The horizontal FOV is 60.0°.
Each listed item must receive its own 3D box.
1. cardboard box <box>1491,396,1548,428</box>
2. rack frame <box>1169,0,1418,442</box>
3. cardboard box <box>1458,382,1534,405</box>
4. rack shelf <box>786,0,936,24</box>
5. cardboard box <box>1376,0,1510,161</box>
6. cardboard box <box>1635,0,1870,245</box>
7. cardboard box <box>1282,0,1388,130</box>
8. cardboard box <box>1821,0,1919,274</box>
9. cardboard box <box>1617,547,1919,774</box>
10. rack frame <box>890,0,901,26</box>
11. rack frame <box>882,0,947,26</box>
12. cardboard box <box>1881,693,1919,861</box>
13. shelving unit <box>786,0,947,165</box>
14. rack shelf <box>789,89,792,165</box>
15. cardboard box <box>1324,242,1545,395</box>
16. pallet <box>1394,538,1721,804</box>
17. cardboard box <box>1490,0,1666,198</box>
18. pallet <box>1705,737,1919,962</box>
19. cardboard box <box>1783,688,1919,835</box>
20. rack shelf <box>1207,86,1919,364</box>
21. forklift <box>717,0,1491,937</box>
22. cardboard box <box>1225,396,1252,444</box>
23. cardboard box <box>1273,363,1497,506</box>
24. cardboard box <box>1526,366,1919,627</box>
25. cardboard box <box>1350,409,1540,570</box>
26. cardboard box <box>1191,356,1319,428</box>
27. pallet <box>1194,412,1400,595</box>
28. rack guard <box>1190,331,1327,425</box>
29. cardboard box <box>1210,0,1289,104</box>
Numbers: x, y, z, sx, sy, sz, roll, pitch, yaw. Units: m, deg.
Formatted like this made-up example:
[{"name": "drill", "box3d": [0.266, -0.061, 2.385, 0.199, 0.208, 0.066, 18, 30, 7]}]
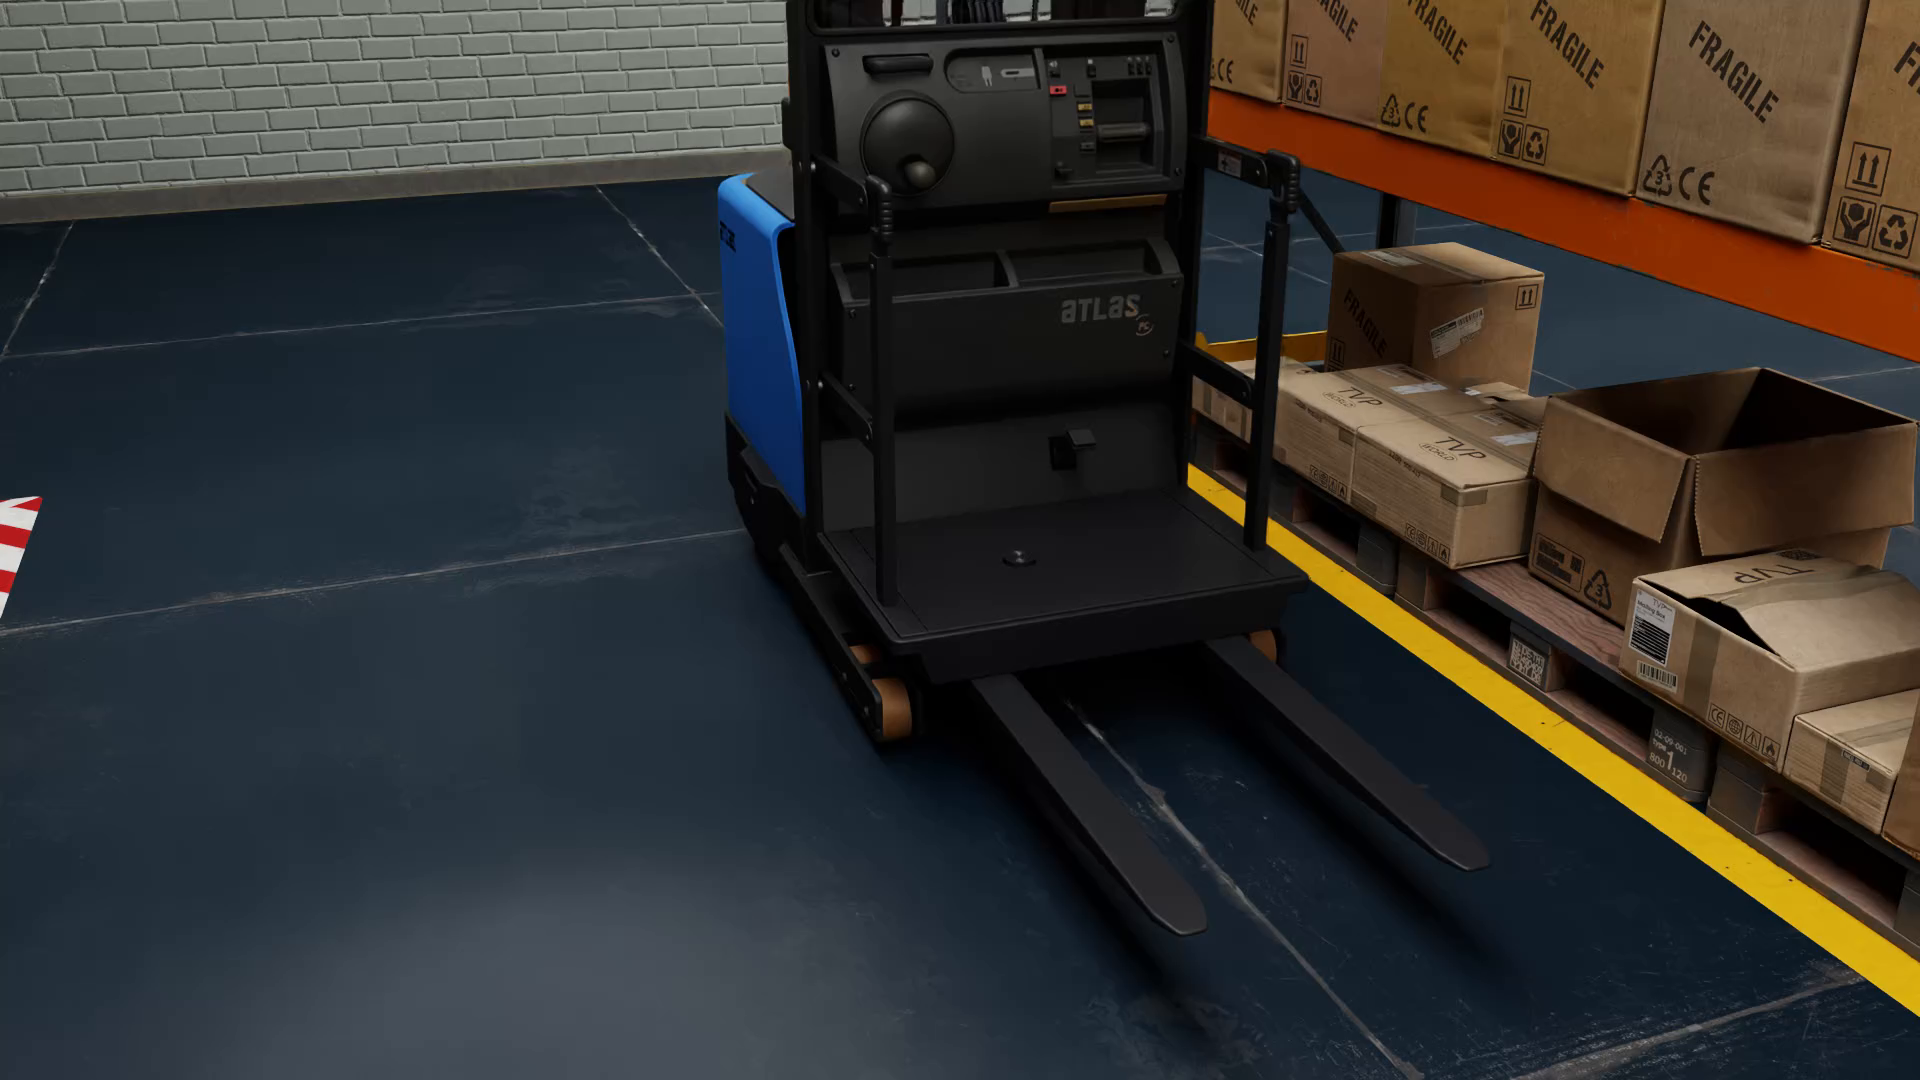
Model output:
[{"name": "cardboard box", "box3d": [1.920, -0.243, 4.937, 0.500, 0.250, 0.500, -8, 24, -19]}, {"name": "rack frame", "box3d": [1.190, -1.820, 5.706, 1.000, 3.000, 0.127, -8, 24, -19]}, {"name": "cardboard box", "box3d": [1.672, -0.394, 5.404, 0.380, 0.166, 0.250, -8, 24, -19]}, {"name": "rack shelf", "box3d": [-0.314, -1.941, 5.385, 0.431, 0.518, 0.480, -8, 24, -18]}, {"name": "cardboard box", "box3d": [1.462, -1.299, 4.341, 0.500, 0.500, 0.500, -8, 24, -19]}, {"name": "cardboard box", "box3d": [1.820, -0.933, 3.472, 0.500, 0.500, 0.500, -8, 24, -18]}, {"name": "cardboard box", "box3d": [1.288, -1.482, 4.775, 0.500, 0.500, 0.500, -9, 24, -20]}, {"name": "cardboard box", "box3d": [2.003, -0.746, 3.030, 0.500, 0.500, 0.500, -8, 24, -17]}, {"name": "cardboard box", "box3d": [1.872, 0.229, 3.740, 0.500, 0.311, 0.500, -8, 24, -19]}, {"name": "rack frame", "box3d": [-0.396, -1.398, 5.863, 0.400, 2.100, 0.015, -8, 24, -18]}, {"name": "rack frame", "box3d": [-0.232, -1.219, 5.439, 0.400, 2.100, 0.015, -8, 24, -18]}, {"name": "cardboard box", "box3d": [2.137, 0.414, 3.057, 0.500, 0.500, 0.500, -8, 24, -19]}, {"name": "shelving unit", "box3d": [-0.314, -1.309, 5.651, 0.431, 2.100, 0.503, -8, 24, -18]}, {"name": "rack shelf", "box3d": [-0.314, -1.296, 5.656, 0.431, 0.518, 0.480, -8, 24, -18]}, {"name": "cardboard box", "box3d": [1.613, -0.707, 5.717, 0.500, 0.500, 0.500, -8, 24, -19]}, {"name": "pallet", "box3d": [1.927, 0.225, 4.445, 1.003, 0.211, 1.213, -8, 24, -19]}, {"name": "cardboard box", "box3d": [1.637, -1.117, 3.910, 0.500, 0.500, 0.500, -8, 24, -18]}, {"name": "pallet", "box3d": [2.362, 0.669, 3.392, 1.003, 0.211, 1.213, -8, 24, -19]}, {"name": "cardboard box", "box3d": [1.948, 0.448, 3.428, 0.380, 0.149, 0.250, -8, 24, -19]}, {"name": "rack shelf", "box3d": [1.897, -0.762, 4.122, 1.077, 0.370, 4.000, -8, 24, -19]}, {"name": "forklift", "box3d": [0.201, -1.031, 3.923, 1.130, 2.935, 3.031, -8, 24, -18]}, {"name": "cardboard box", "box3d": [1.105, -0.427, 5.482, 0.380, 0.166, 0.250, -8, 24, -19]}, {"name": "cardboard box", "box3d": [1.294, -0.337, 5.162, 0.500, 0.250, 0.500, -8, 24, -19]}, {"name": "cardboard box", "box3d": [1.935, -0.101, 4.275, 0.797, 0.503, 0.637, -8, 24, -19]}, {"name": "cardboard box", "box3d": [1.470, -0.156, 4.731, 0.500, 0.250, 0.500, -8, 24, -19]}, {"name": "cardboard box", "box3d": [1.017, -0.510, 5.701, 0.380, 0.149, 0.250, -8, 24, -19]}, {"name": "pallet", "box3d": [1.500, -0.218, 5.495, 1.003, 0.211, 1.213, -8, 24, -19]}, {"name": "rack guard", "box3d": [1.217, -0.640, 6.126, 1.175, 0.500, 0.348, -8, 24, -19]}, {"name": "cardboard box", "box3d": [1.100, -1.669, 5.218, 0.500, 0.500, 0.500, -8, 24, -18]}]
